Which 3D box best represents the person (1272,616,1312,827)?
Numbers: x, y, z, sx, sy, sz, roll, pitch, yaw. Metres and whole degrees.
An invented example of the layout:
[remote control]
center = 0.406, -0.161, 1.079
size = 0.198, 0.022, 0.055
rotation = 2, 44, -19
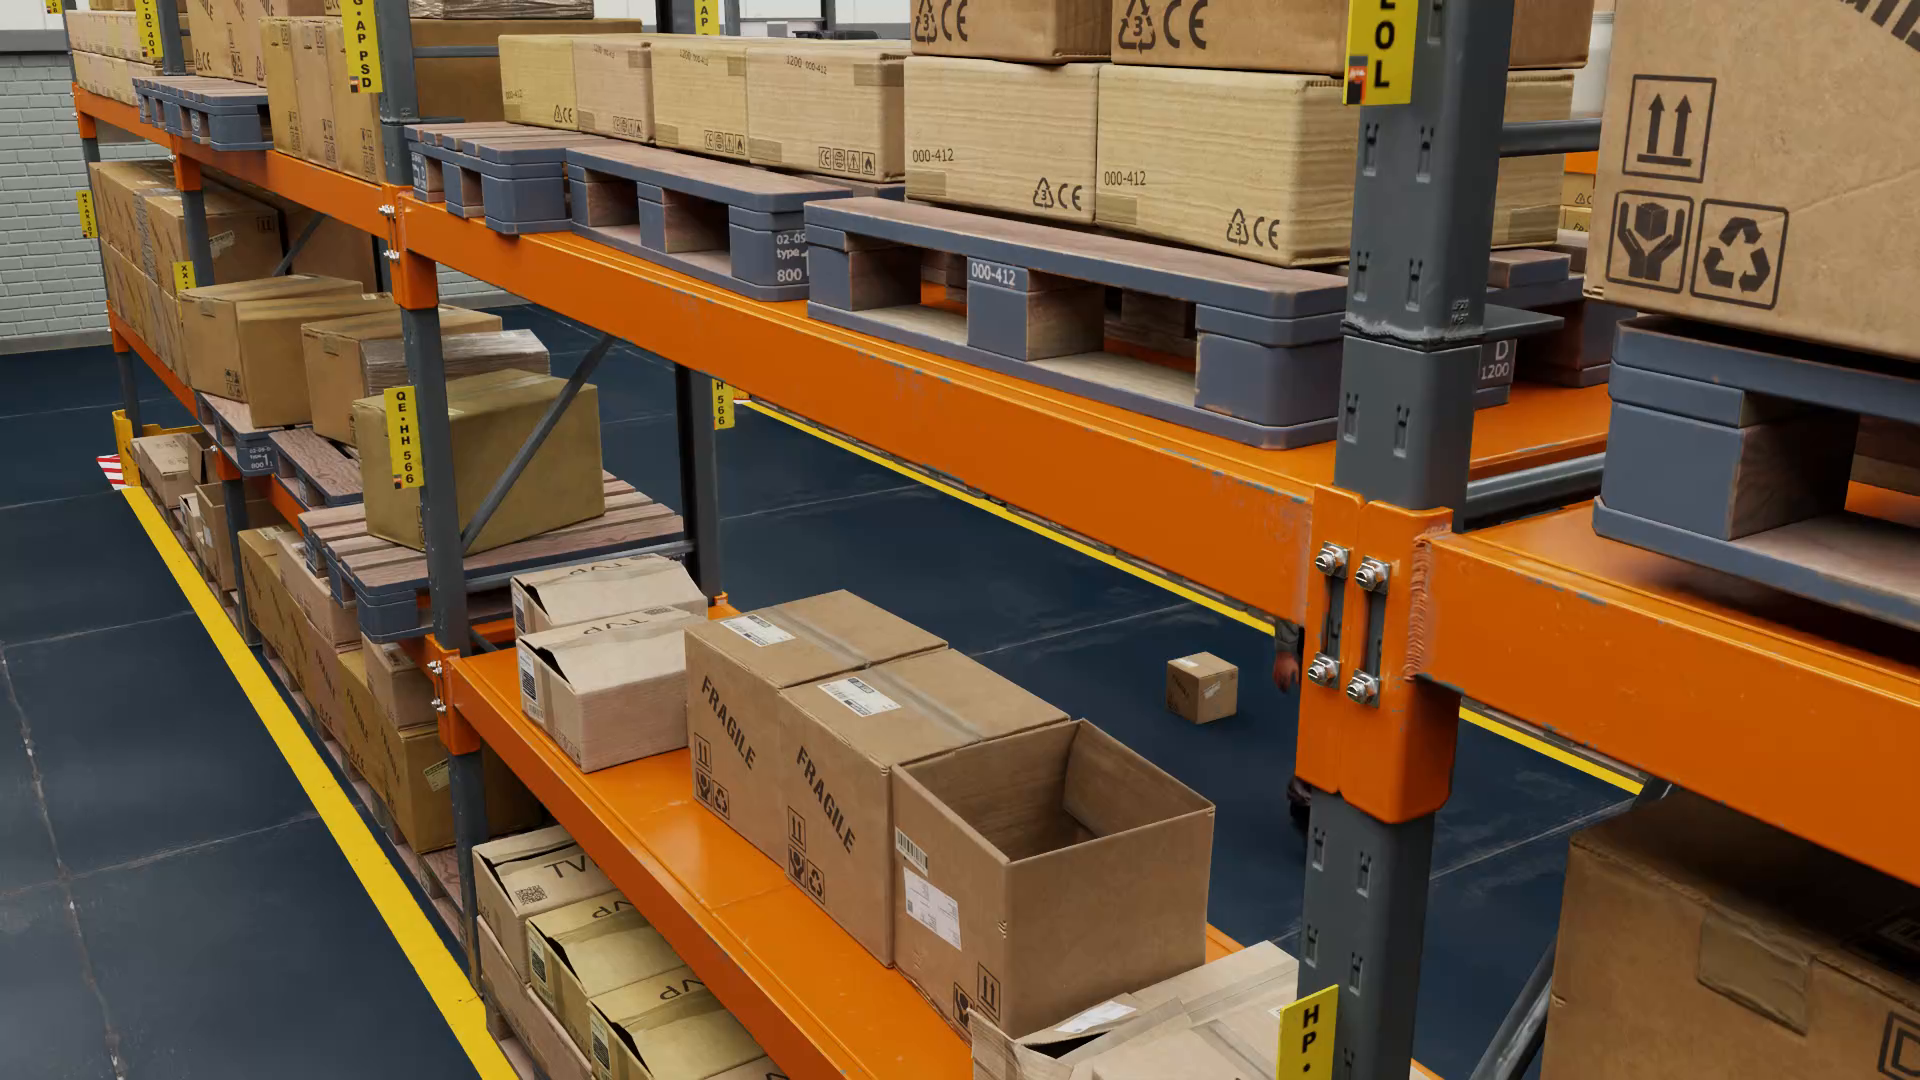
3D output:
[person]
center = 1.577, 0.507, 6.541
size = 0.566, 1.730, 0.863
rotation = -8, 20, -24
